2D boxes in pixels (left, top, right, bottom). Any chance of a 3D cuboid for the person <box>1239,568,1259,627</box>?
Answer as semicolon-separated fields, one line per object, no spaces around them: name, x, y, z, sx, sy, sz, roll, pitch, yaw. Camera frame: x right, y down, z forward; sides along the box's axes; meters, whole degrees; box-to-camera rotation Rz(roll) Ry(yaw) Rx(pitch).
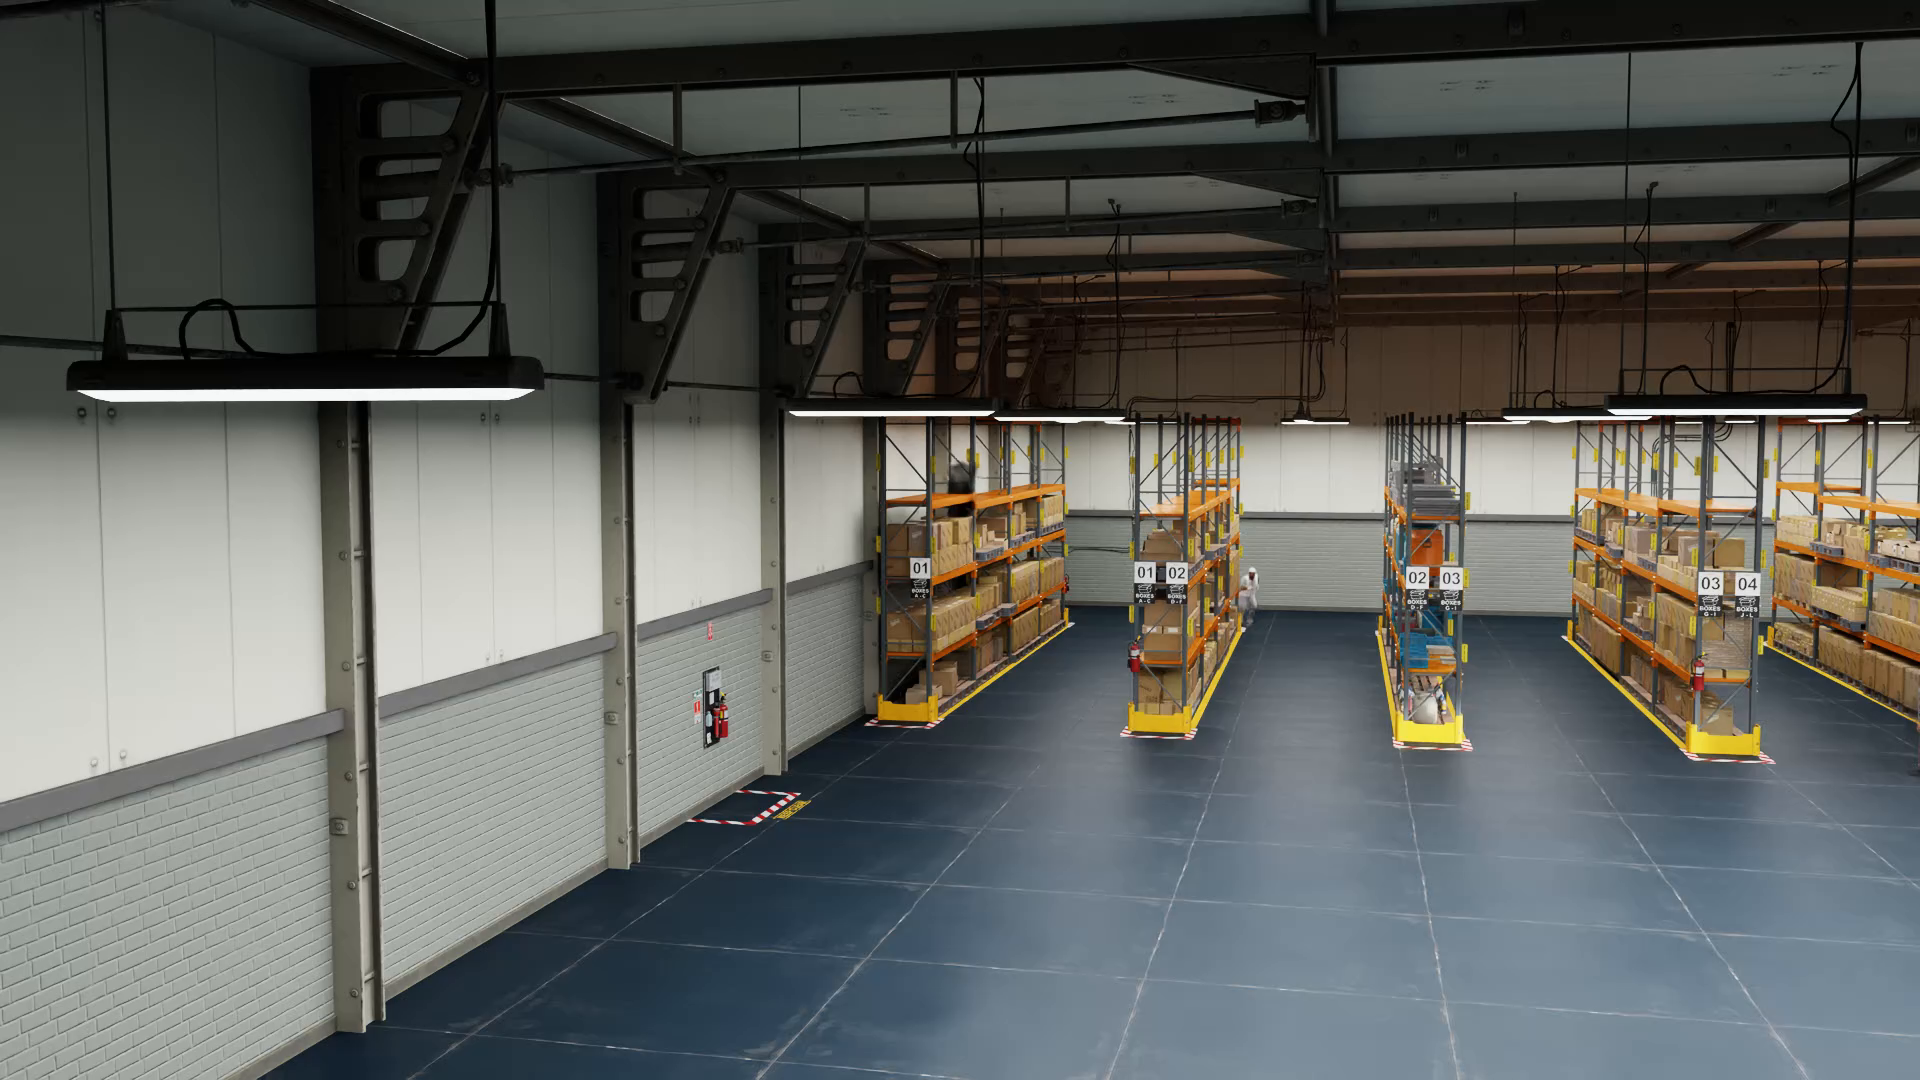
person;8.313;1.657;47.879;0.704;1.771;0.920;-1;4;-20
